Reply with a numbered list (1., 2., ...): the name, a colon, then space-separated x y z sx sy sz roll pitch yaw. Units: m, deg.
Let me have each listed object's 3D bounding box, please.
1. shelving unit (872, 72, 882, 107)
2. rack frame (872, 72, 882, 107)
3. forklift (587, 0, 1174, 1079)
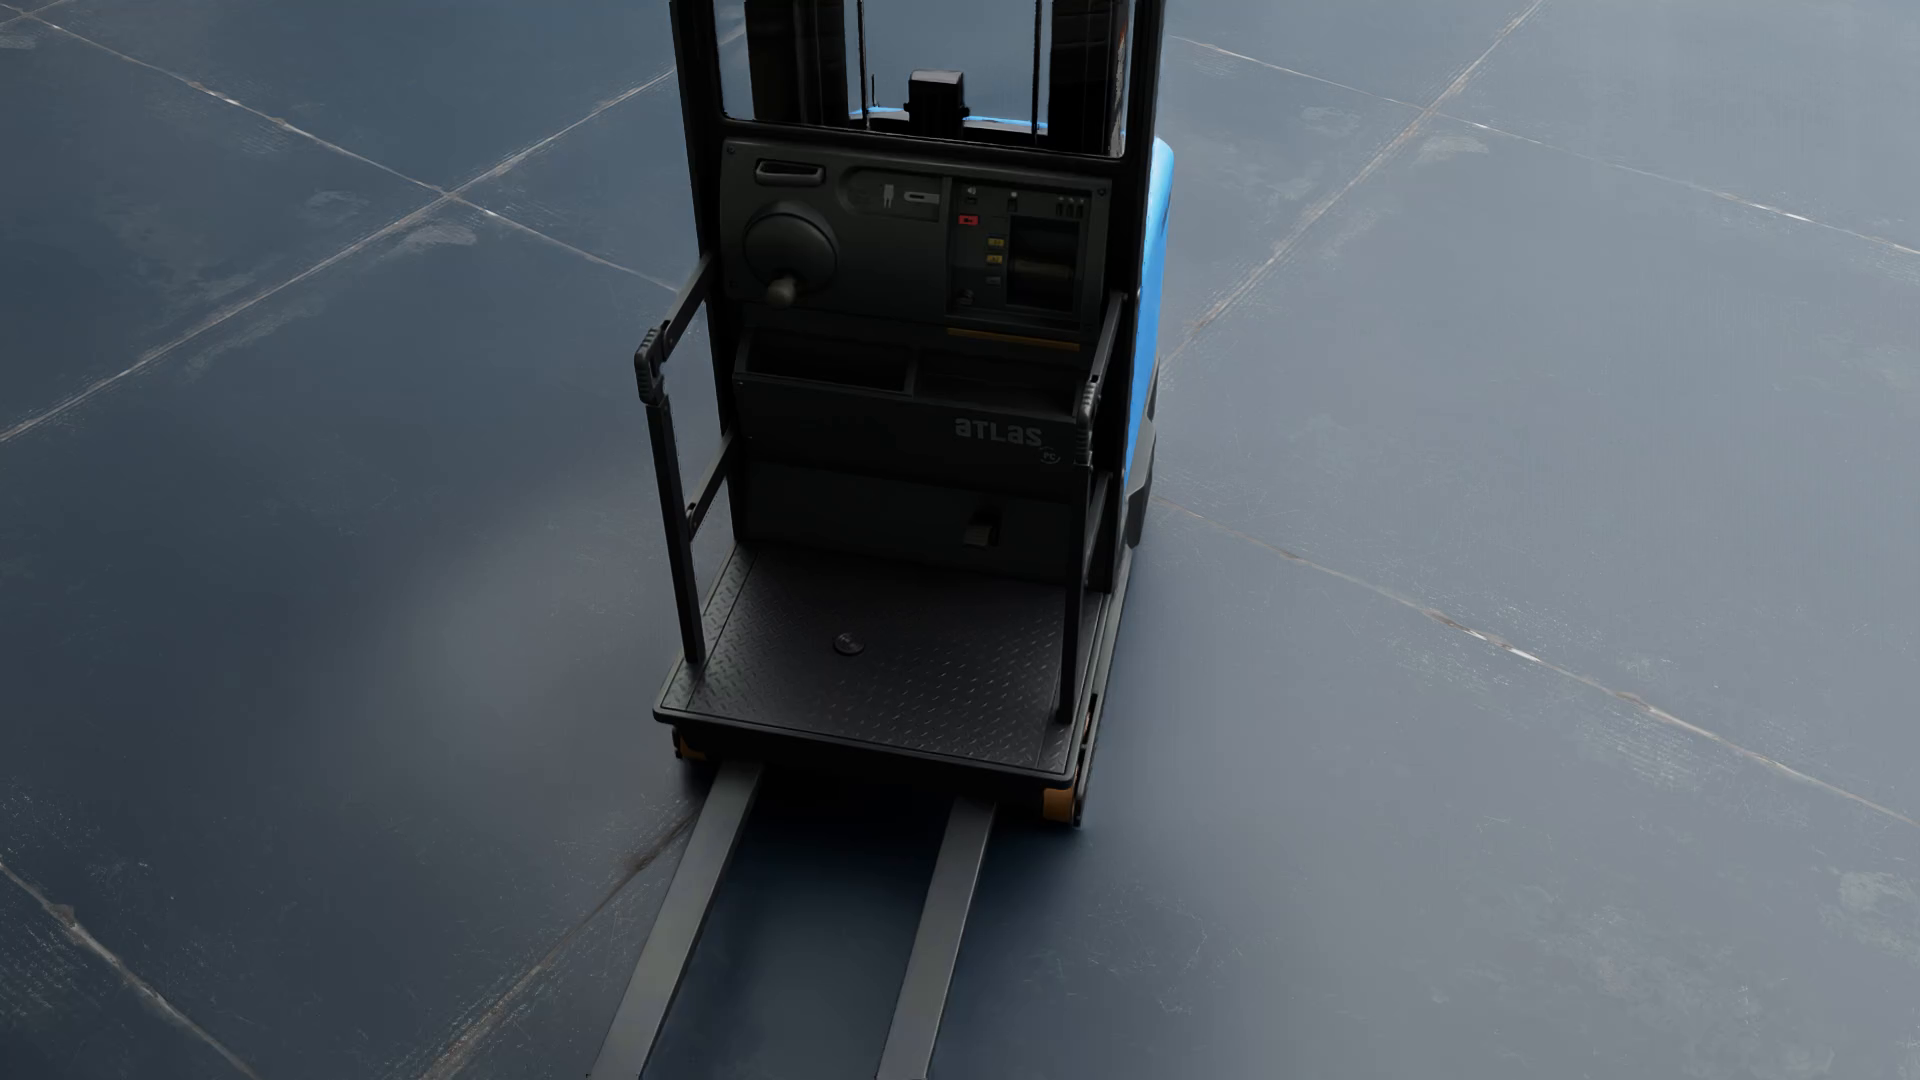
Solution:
1. shelving unit: -0.386 -1.039 5.624 0.252 1.050 0.215 -6 42 -7
2. rack frame: -0.265 -1.052 5.638 0.008 1.050 0.200 -6 42 -7
3. forklift: -0.157 -0.623 3.748 1.130 2.935 3.031 8 42 9
